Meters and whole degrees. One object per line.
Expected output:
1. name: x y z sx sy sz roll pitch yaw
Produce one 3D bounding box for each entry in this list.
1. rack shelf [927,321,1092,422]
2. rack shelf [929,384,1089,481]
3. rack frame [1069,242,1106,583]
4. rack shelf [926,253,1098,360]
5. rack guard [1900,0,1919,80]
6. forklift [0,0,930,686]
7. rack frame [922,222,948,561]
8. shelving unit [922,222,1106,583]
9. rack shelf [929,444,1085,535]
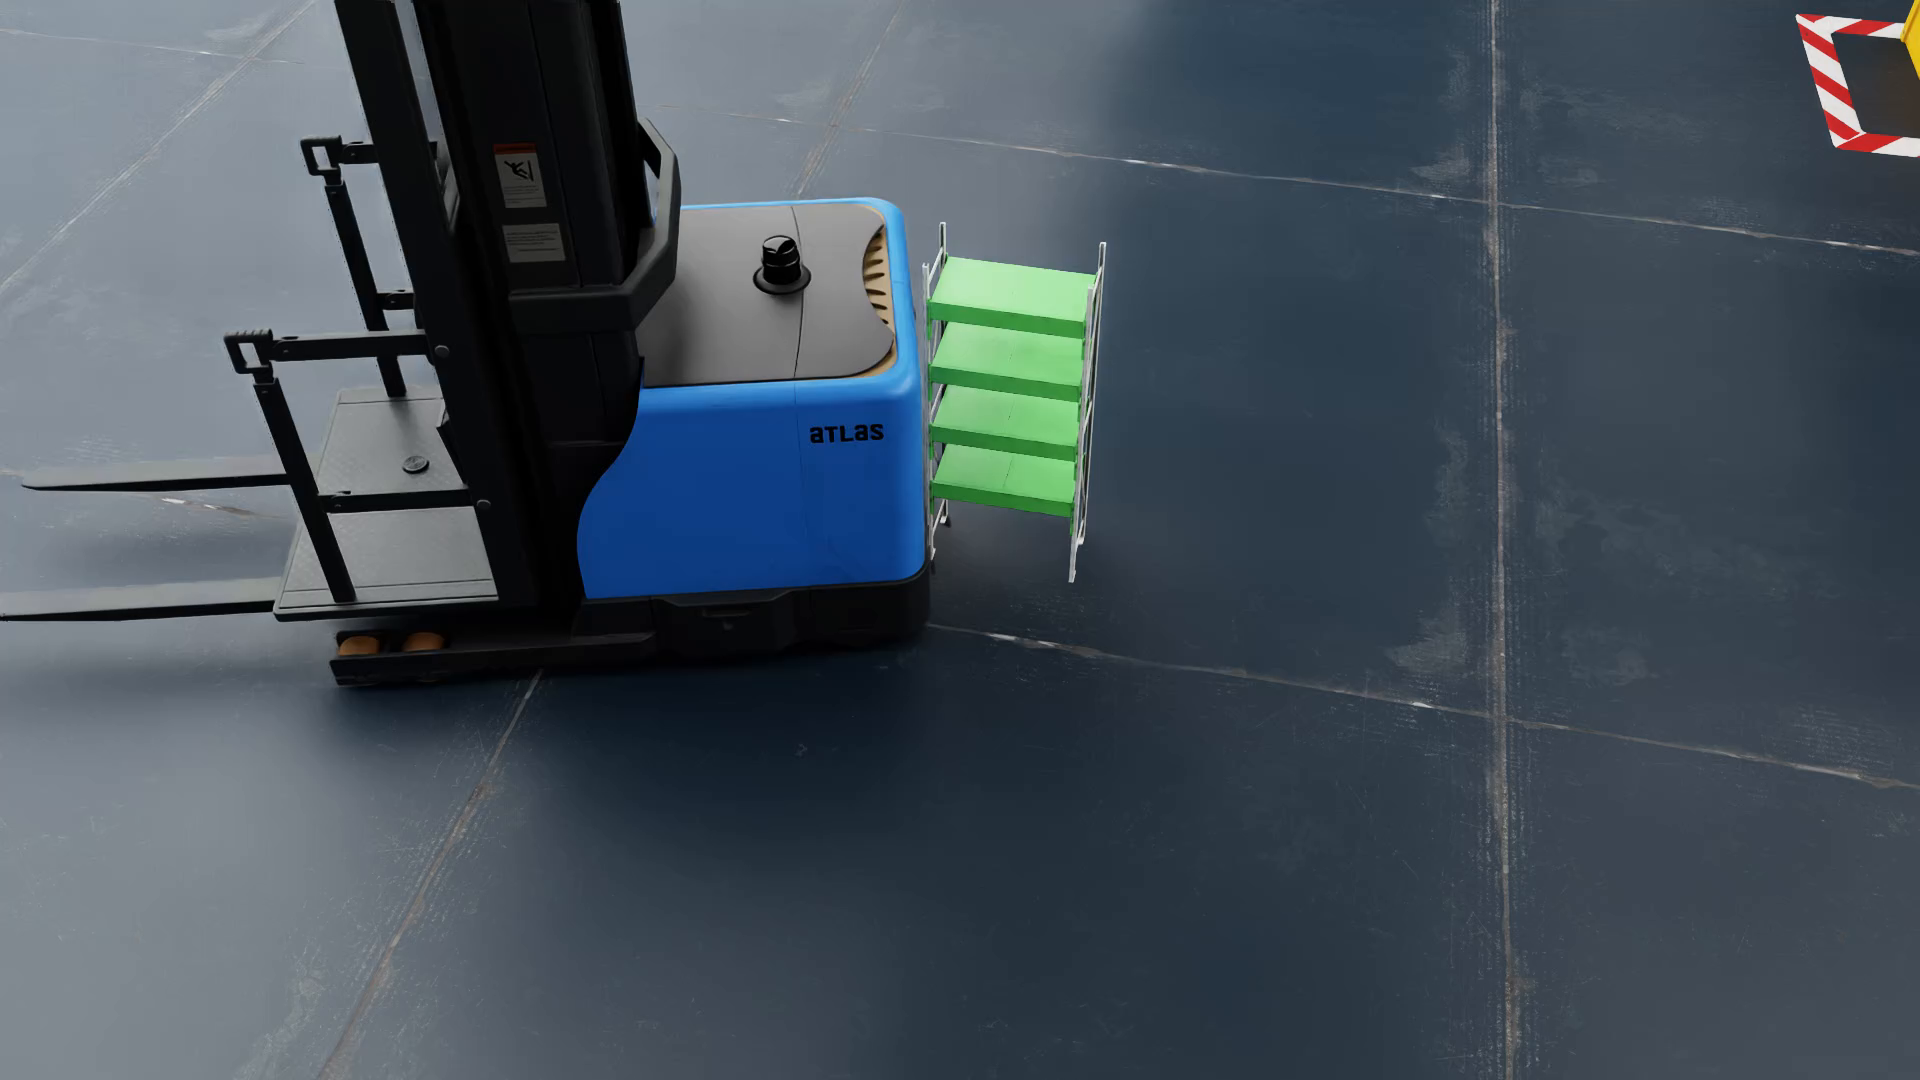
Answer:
1. rack shelf: 0.162 -0.534 5.186 0.480 0.148 0.258 9 45 9
2. rack shelf: 0.162 -0.361 5.352 0.480 0.148 0.258 9 45 9
3. rack frame: 0.400 -0.370 5.269 0.015 1.200 0.240 9 45 9
4. rack shelf: 0.162 -0.707 5.019 0.480 0.148 0.258 9 45 9
5. rack guard: 4.797 -2.341 7.822 0.348 0.500 1.175 9 45 9
6. forklift: -1.643 -0.977 4.652 3.031 2.935 1.130 -3 44 -3
7. rack frame: -0.077 -0.444 5.346 0.015 1.200 0.240 9 45 9
8. shelving unit: 0.162 -0.407 5.308 0.503 1.200 0.258 9 45 9
9. rack shelf: 0.162 -0.188 5.519 0.480 0.148 0.258 9 45 9
